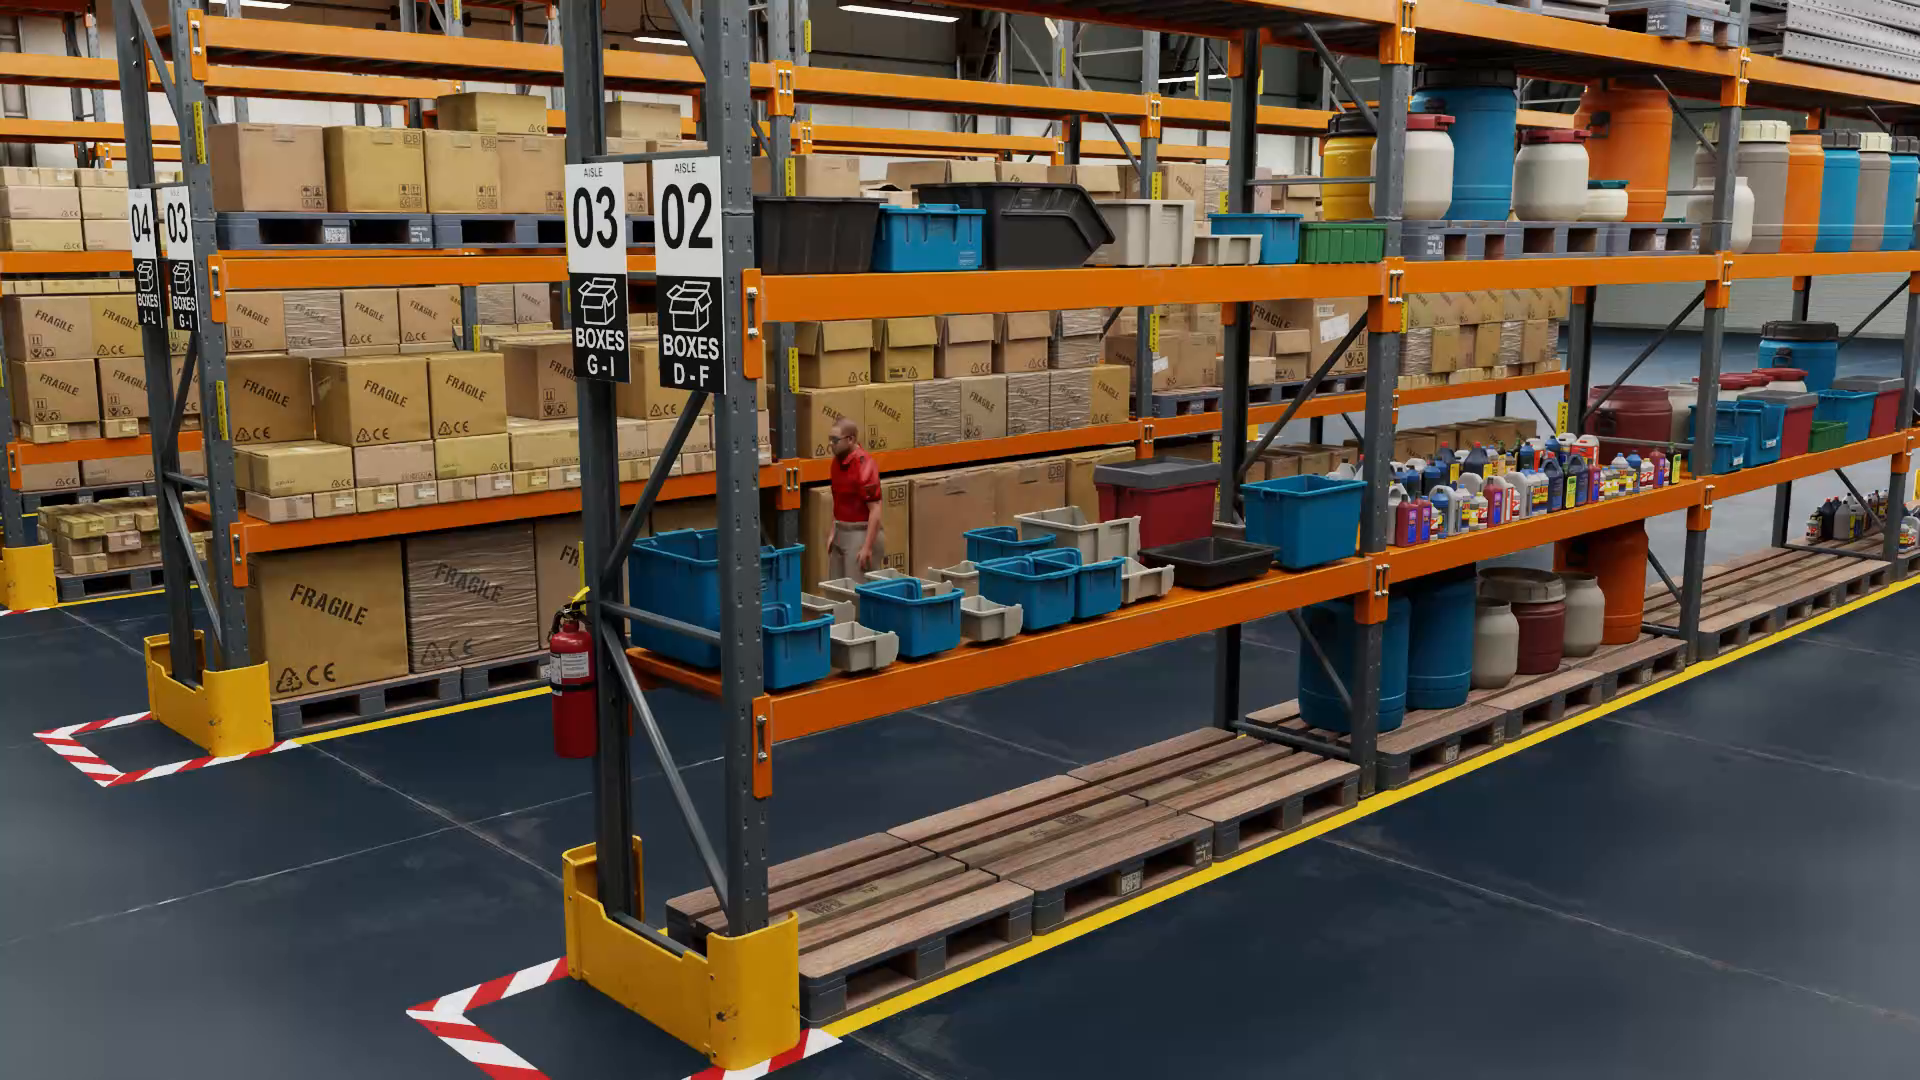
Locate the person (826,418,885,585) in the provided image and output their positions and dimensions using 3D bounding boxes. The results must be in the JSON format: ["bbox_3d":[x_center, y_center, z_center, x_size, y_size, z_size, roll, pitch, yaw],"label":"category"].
[{"bbox_3d":[-0.725,0.027,11.311,0.388,1.726,0.594,-6,12,-28],"label":"person"}]
